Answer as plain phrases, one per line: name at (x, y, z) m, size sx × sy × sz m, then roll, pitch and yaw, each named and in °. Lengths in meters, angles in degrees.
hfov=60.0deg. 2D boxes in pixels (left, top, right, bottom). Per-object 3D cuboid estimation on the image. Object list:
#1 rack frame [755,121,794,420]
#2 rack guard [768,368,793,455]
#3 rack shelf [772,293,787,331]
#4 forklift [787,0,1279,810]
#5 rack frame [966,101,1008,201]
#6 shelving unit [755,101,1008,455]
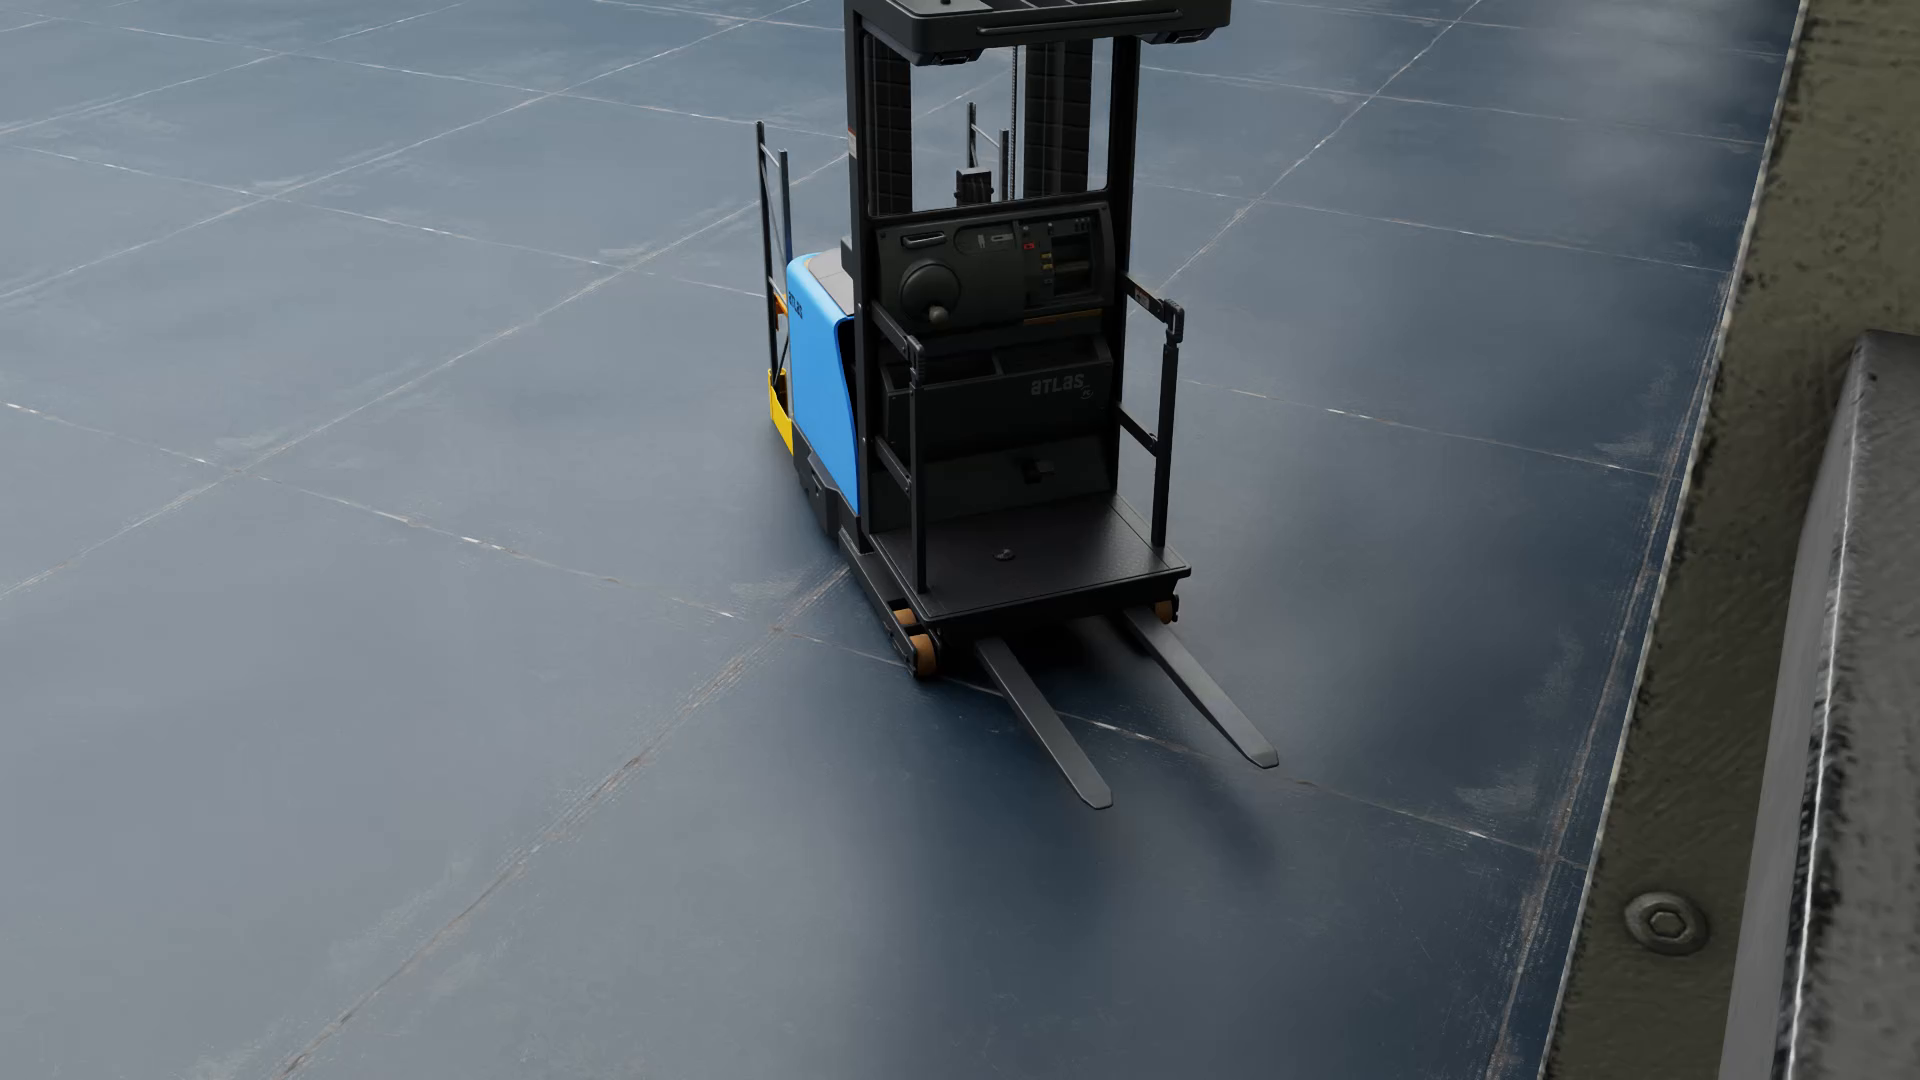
rack frame at (-0.839, -1.142, 7.745) m, size 0.032 × 1.500 × 0.500 m, roll -10°, pitch 31°, yaw -16°
rack guard at (-0.821, -0.603, 8.062) m, size 0.087 × 0.250 × 0.587 m, roll -10°, pitch 31°, yaw -16°
rack shelf at (-0.358, -1.067, 7.976) m, size 1.000 × 0.185 × 0.538 m, roll -10°, pitch 31°, yaw -16°
forklift at (0.218, -0.981, 6.028) m, size 1.130 × 2.935 × 3.031 m, roll -11°, pitch 32°, yaw -18°
rack frame at (0.124, -1.304, 8.027) m, size 0.032 × 1.500 × 0.500 m, roll -10°, pitch 31°, yaw -16°
shelving unit at (-0.349, -1.224, 7.889) m, size 1.083 × 1.500 × 0.587 m, roll -10°, pitch 31°, yaw -16°
